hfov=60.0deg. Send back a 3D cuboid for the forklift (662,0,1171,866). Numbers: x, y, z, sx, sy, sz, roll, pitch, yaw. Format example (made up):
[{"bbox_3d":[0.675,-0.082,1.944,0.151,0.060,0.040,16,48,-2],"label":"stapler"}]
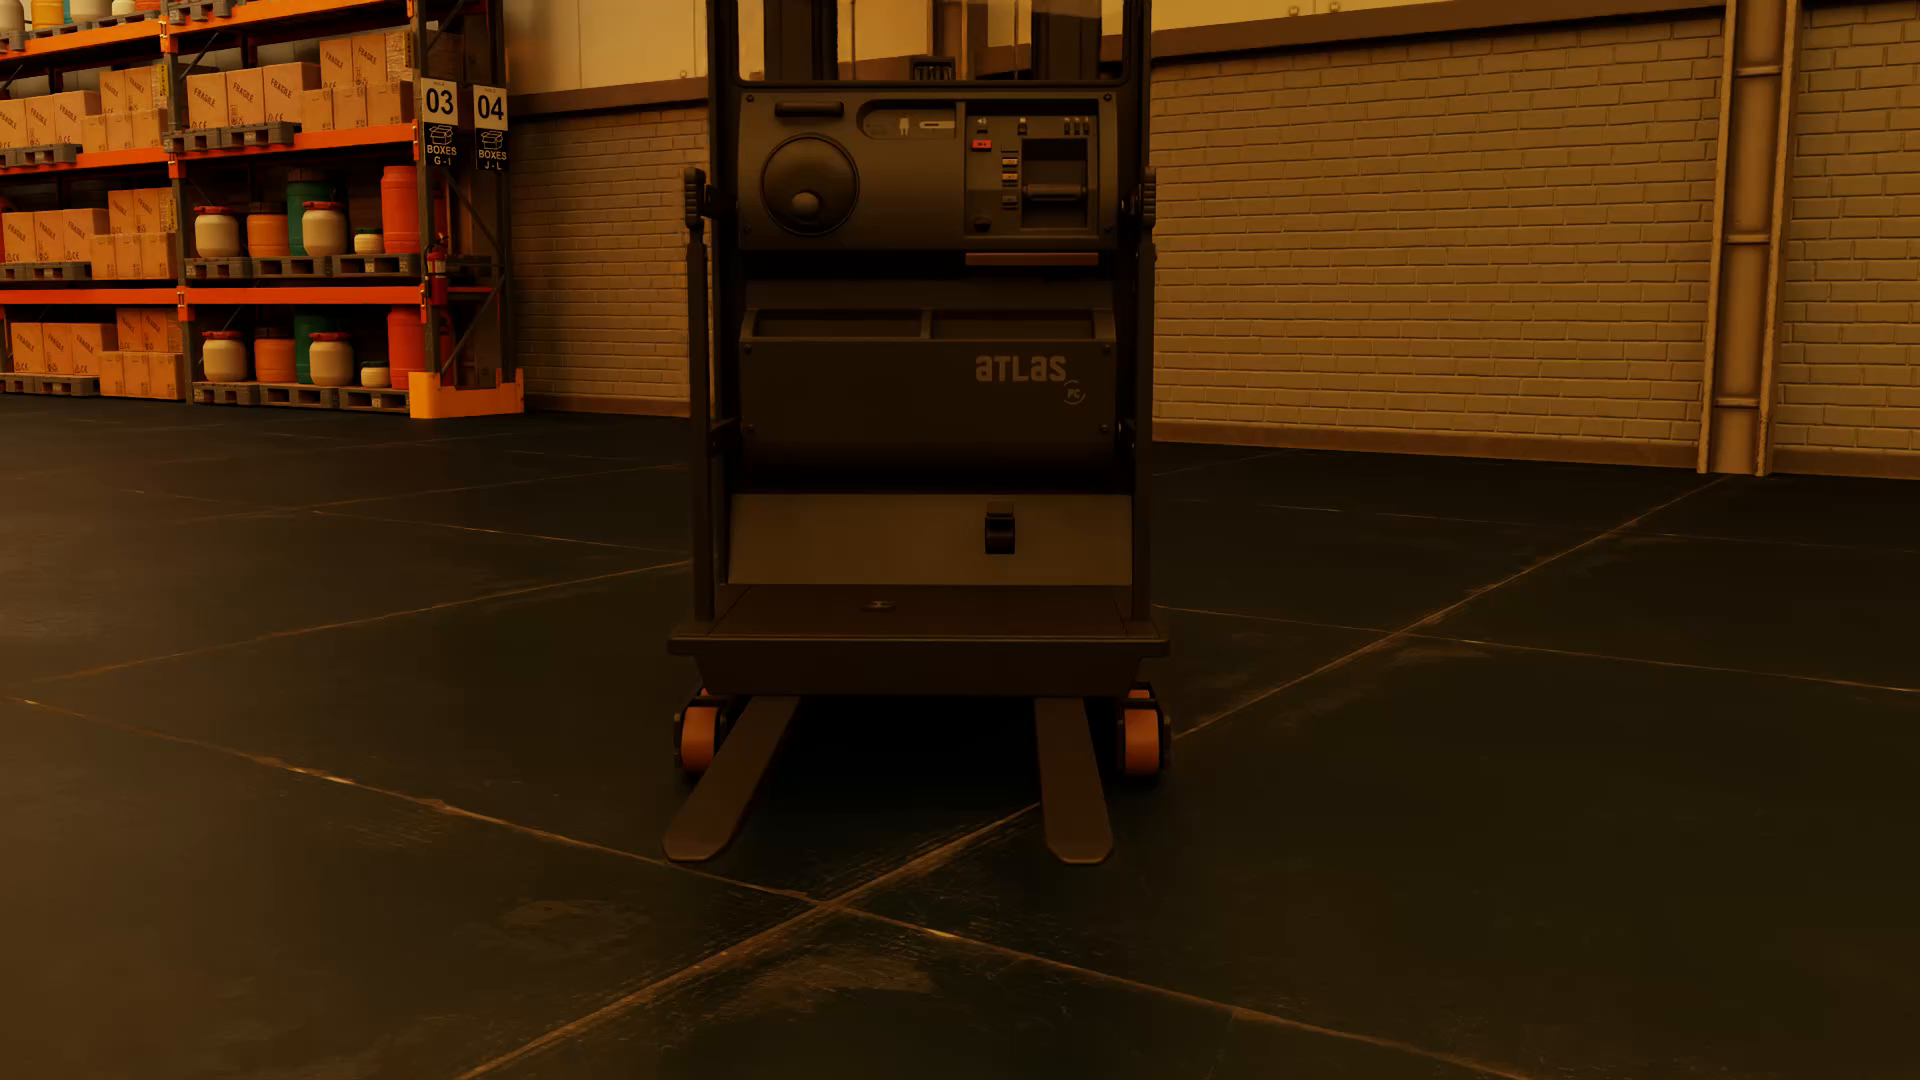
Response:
[{"bbox_3d":[-0.081,-0.951,3.879,1.130,2.935,3.031,0,8,1],"label":"forklift"}]
